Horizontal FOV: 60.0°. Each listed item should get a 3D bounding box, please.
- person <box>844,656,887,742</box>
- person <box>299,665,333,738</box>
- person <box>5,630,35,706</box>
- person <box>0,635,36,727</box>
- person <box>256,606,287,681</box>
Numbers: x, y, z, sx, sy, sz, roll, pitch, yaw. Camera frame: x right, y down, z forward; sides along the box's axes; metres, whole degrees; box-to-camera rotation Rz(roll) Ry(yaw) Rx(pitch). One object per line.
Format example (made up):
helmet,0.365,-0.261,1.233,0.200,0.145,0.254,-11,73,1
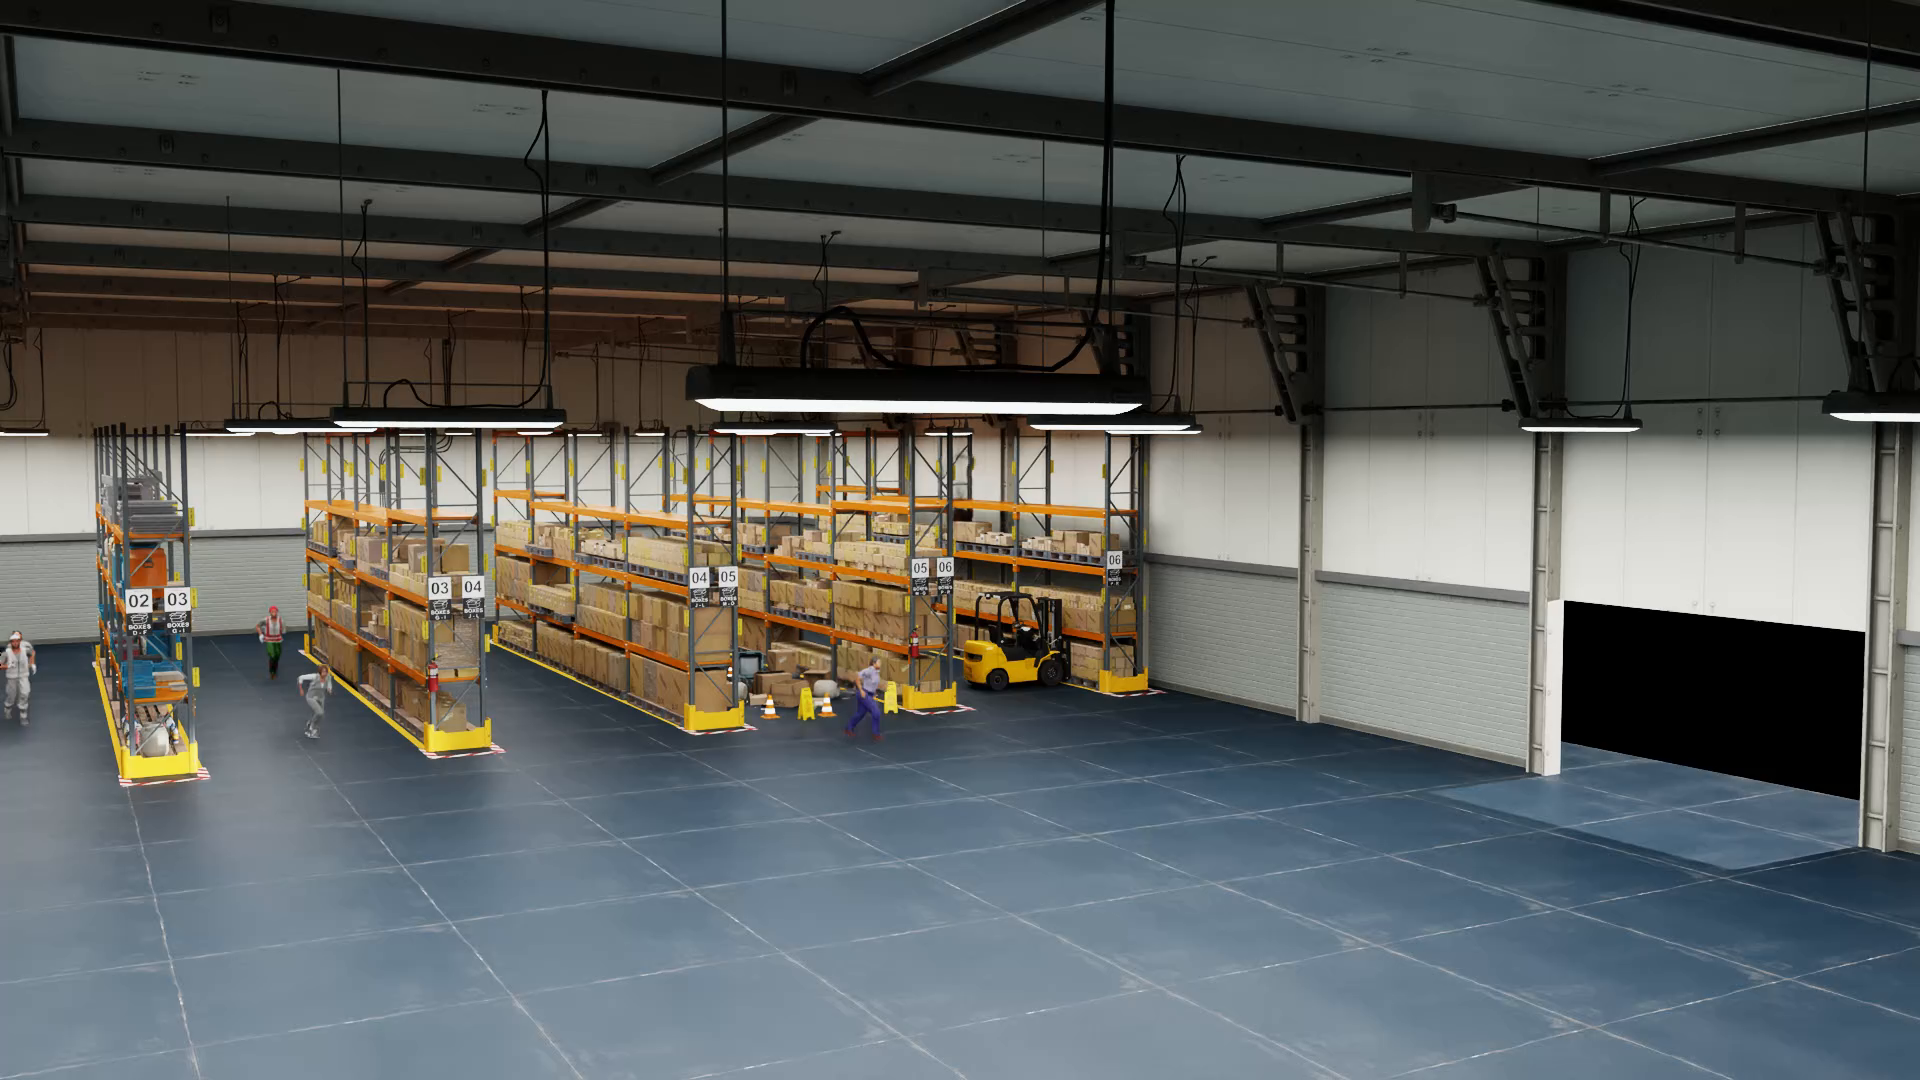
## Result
person,-1.820,3.021,31.596,0.892,1.652,0.600,1,4,16
person,-12.273,3.073,31.655,0.863,1.436,0.568,3,5,40
person,-20.219,2.748,35.762,0.578,1.633,0.638,-2,4,-26
person,-18.965,2.801,33.446,0.674,1.826,0.938,-3,4,-37
person,-16.321,2.455,39.505,0.656,1.794,0.768,-3,4,-37
